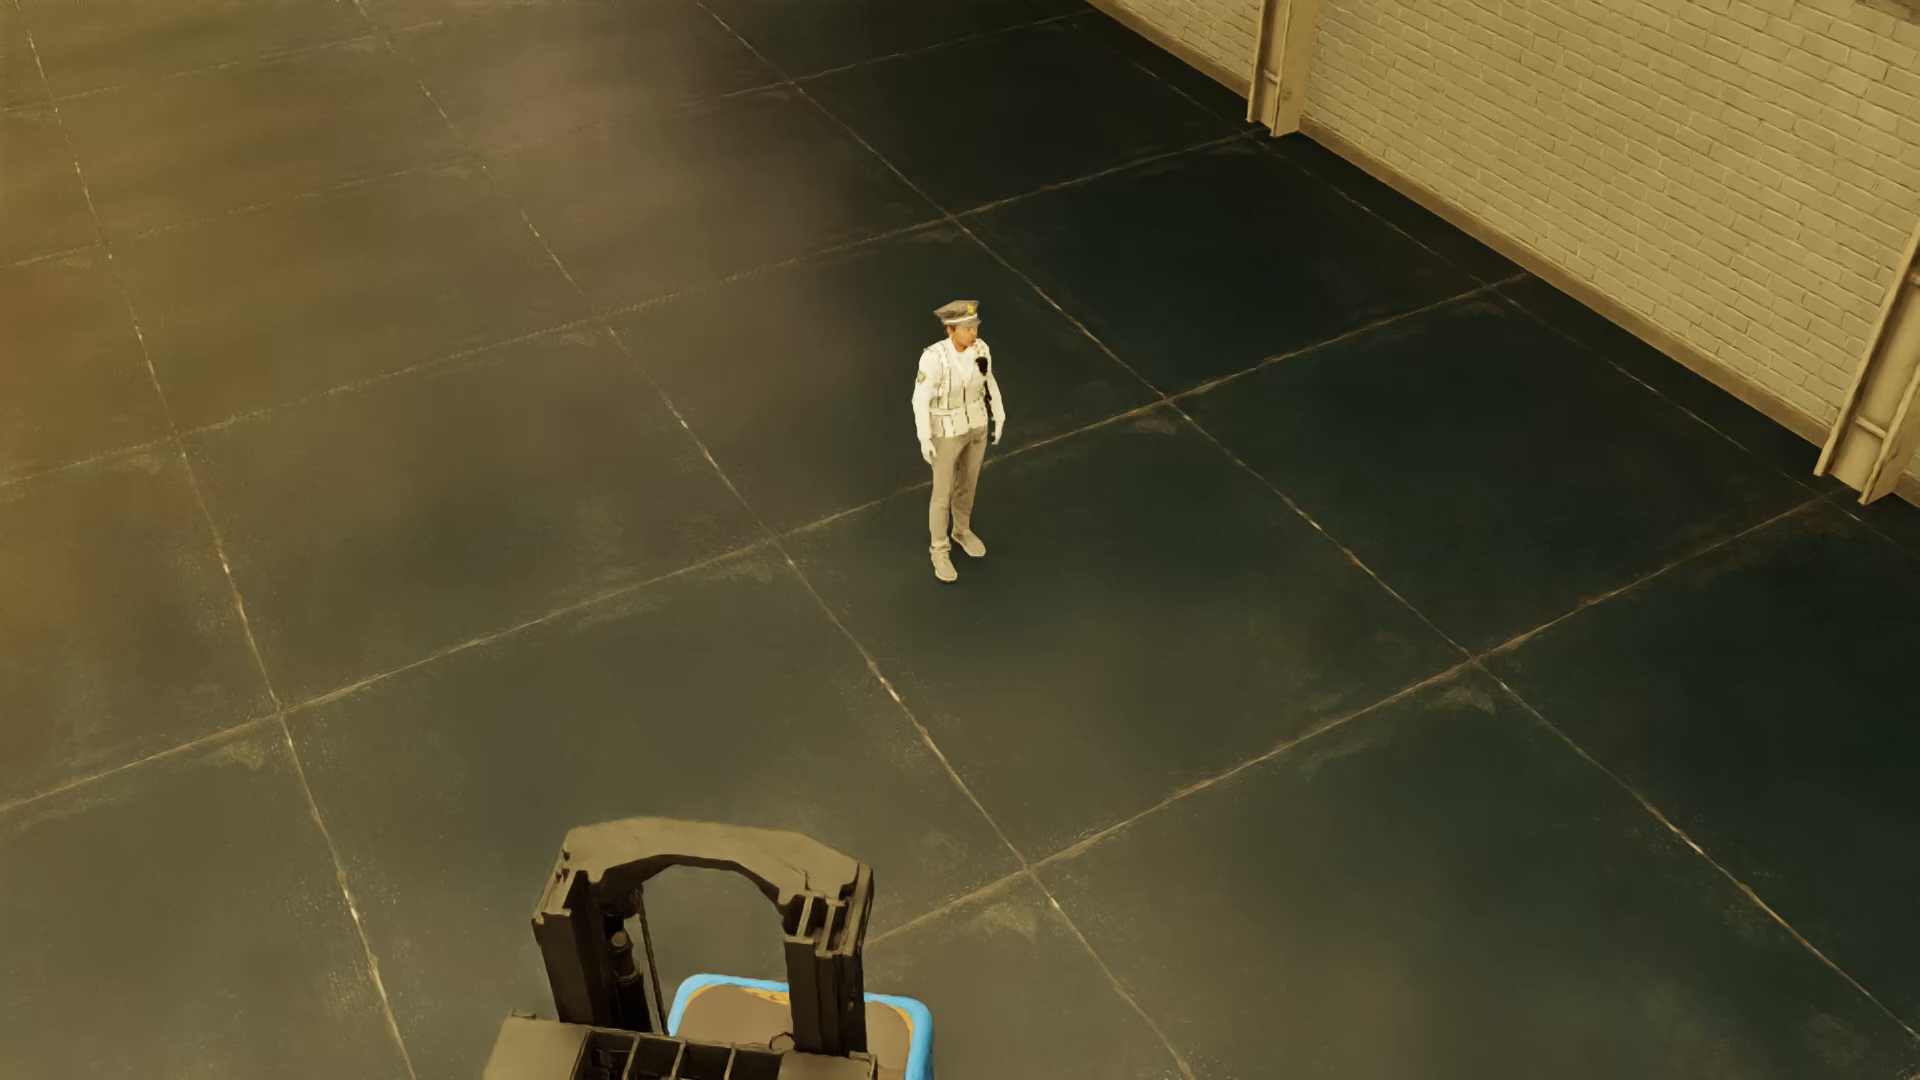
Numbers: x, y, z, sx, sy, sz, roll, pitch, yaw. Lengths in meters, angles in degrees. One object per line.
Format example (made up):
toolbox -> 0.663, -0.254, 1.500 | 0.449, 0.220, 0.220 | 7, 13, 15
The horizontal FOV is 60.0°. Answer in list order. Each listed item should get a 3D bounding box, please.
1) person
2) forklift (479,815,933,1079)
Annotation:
person -> 0.024, -0.617, 9.737 | 0.579, 1.695, 0.532 | -20, 44, -23
forklift -> -0.812, 2.384, 5.162 | 1.130, 2.935, 3.031 | 5, 40, 6
